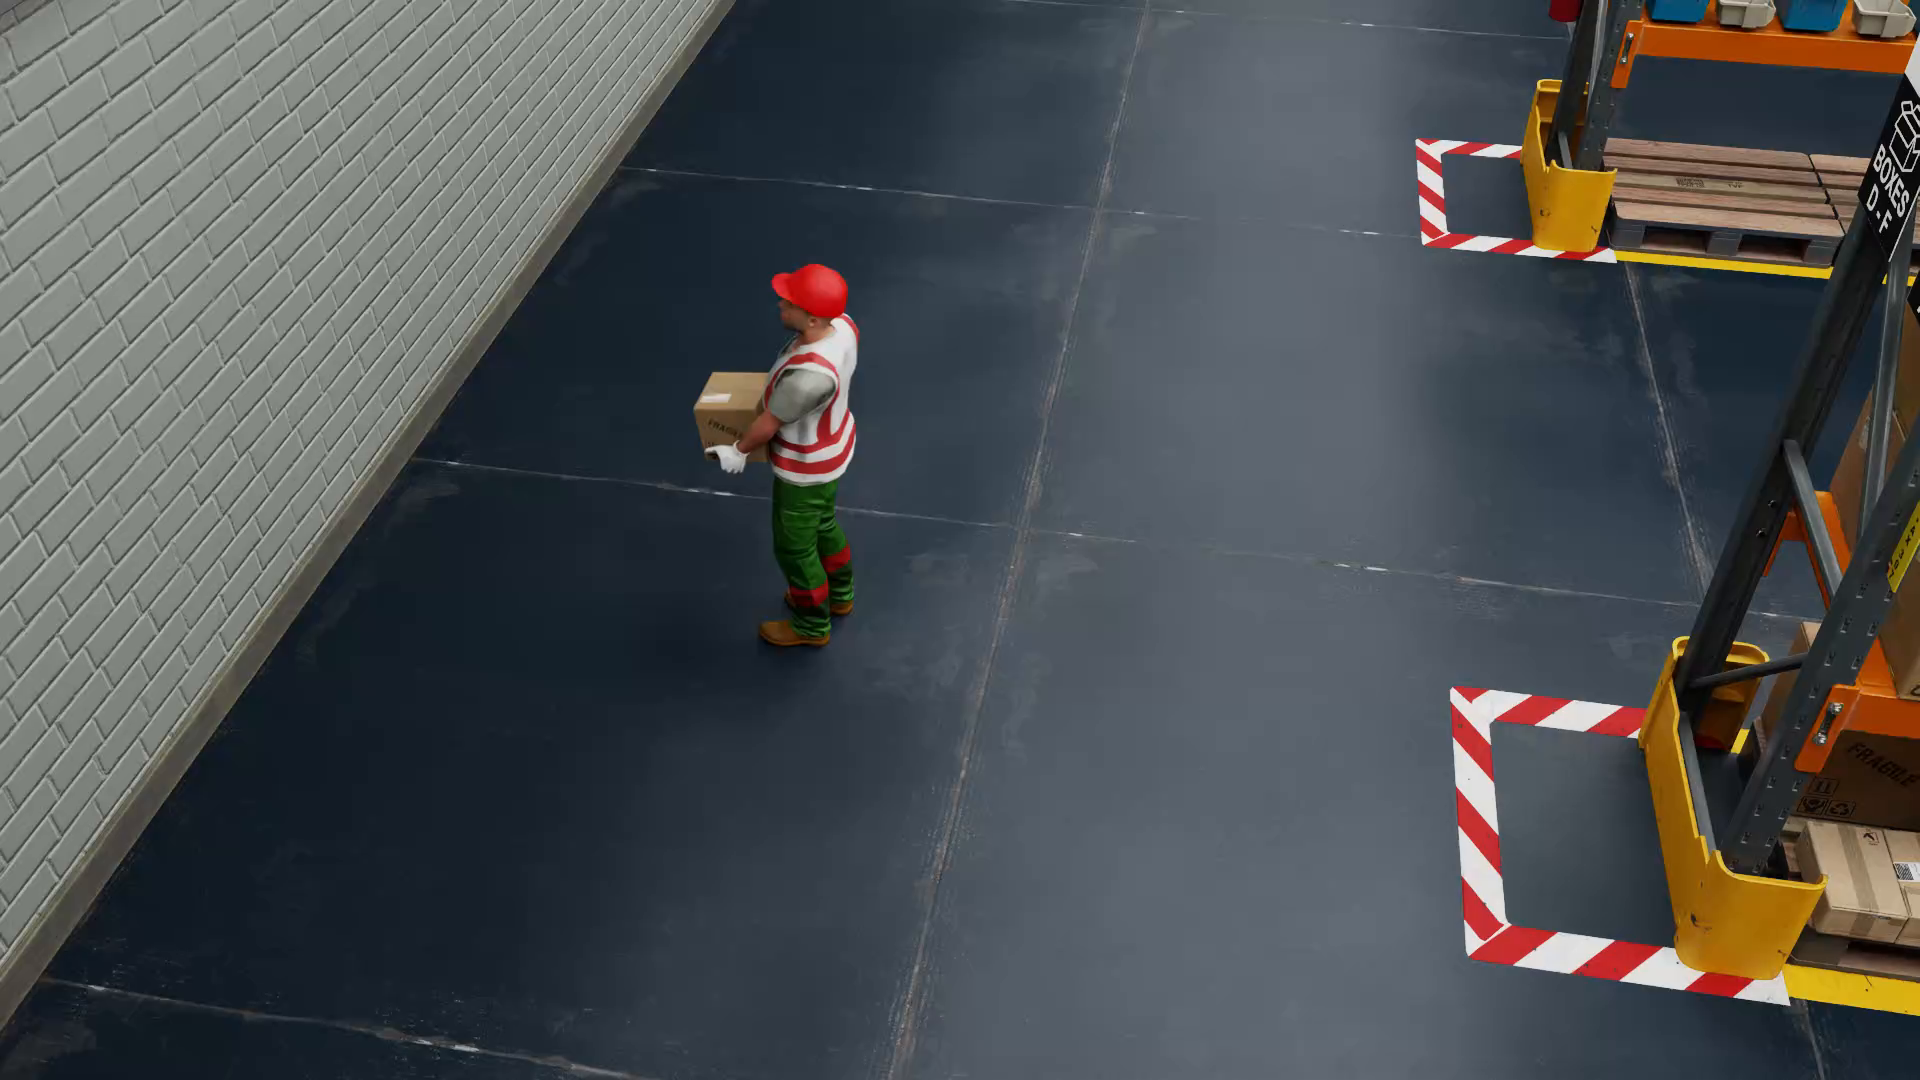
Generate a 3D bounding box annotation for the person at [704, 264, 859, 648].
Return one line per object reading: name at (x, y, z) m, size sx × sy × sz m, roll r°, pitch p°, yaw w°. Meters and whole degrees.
person at (-0.684, -0.318, 6.520) m, size 0.572 × 1.782 × 0.493 m, roll 7°, pitch 41°, yaw 8°
